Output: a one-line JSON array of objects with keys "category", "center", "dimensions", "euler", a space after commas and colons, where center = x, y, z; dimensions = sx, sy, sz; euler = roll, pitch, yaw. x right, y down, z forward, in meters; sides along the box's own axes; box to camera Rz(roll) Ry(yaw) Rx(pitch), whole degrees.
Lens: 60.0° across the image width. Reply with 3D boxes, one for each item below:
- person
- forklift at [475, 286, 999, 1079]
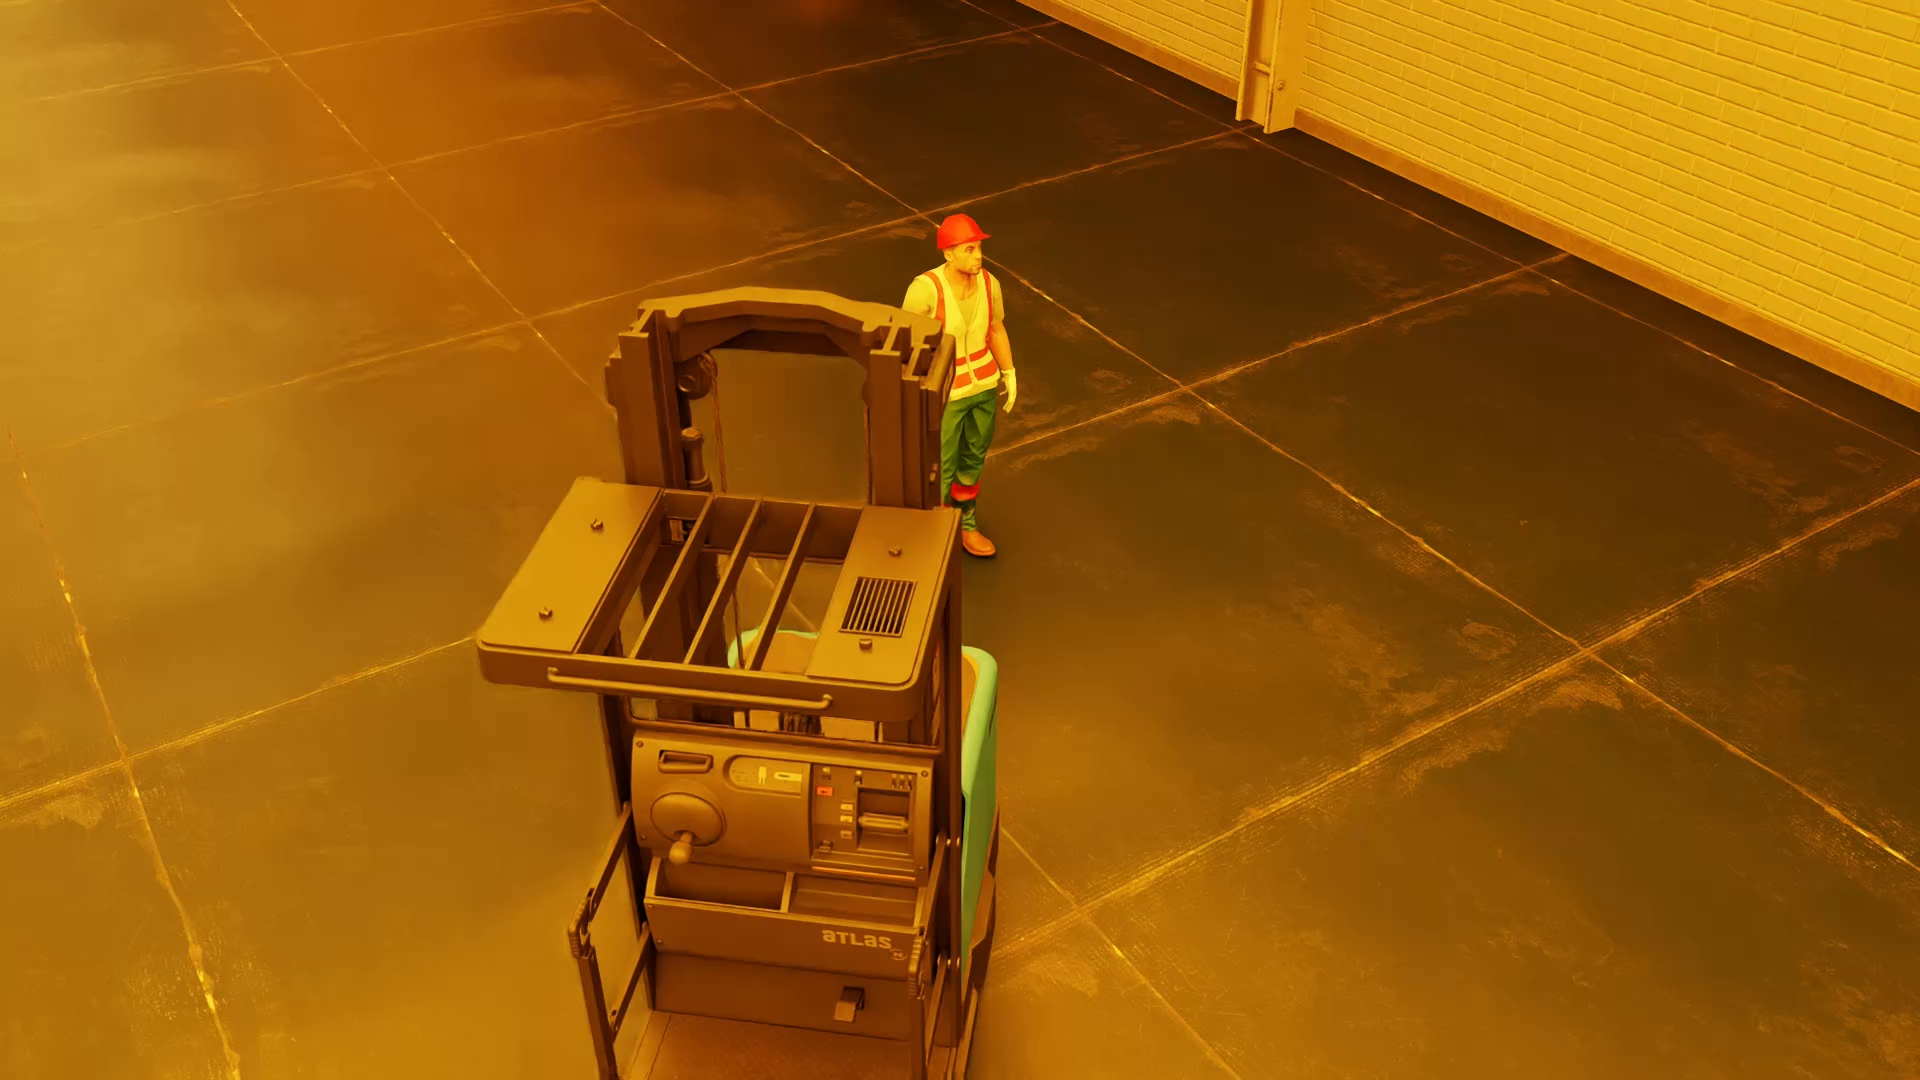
[{"category": "person", "center": [0.034, -0.696, 8.119], "dimensions": [0.638, 1.787, 0.564], "euler": [-21, 40, -27]}, {"category": "forklift", "center": [-0.575, 0.882, 4.892], "dimensions": [1.130, 2.935, 3.031], "euler": [5, 35, 7]}]
